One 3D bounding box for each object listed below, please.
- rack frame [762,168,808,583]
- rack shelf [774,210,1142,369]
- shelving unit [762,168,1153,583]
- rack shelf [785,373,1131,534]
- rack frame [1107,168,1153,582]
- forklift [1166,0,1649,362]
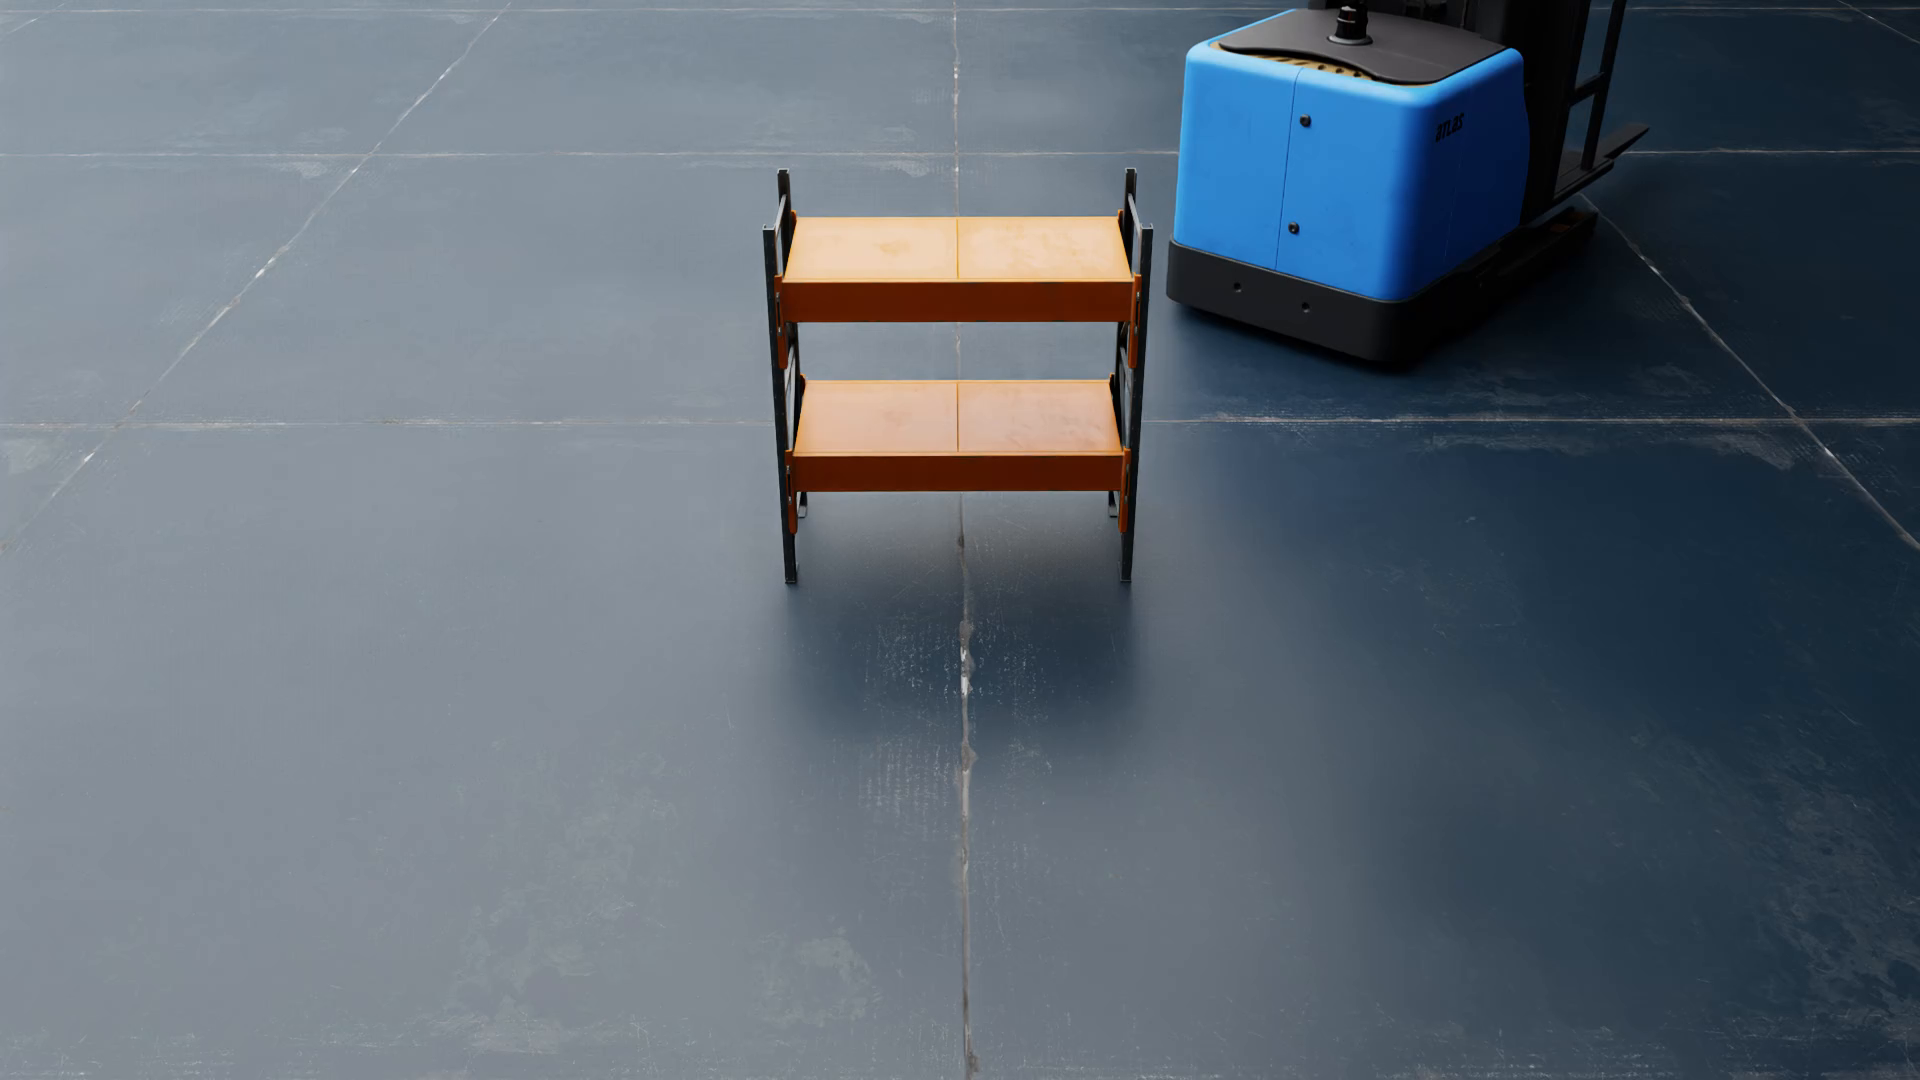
[{"bbox_3d":[-0.515,-0.479,4.956,0.032,1.125,0.500,0,31,0],"label":"rack frame"},{"bbox_3d":[-0.007,-0.731,4.806,1.000,0.278,0.538,0,31,0],"label":"rack shelf"},{"bbox_3d":[-0.007,-0.481,4.958,1.048,1.125,0.538,0,31,0],"label":"shelving unit"},{"bbox_3d":[-0.007,-0.272,5.085,1.000,0.278,0.538,0,31,0],"label":"rack shelf"},{"bbox_3d":[0.502,-0.482,4.961,0.032,1.125,0.500,0,31,0],"label":"rack frame"},{"bbox_3d":[2.165,-2.611,6.728,1.130,2.935,3.031,23,38,33],"label":"forklift"}]
